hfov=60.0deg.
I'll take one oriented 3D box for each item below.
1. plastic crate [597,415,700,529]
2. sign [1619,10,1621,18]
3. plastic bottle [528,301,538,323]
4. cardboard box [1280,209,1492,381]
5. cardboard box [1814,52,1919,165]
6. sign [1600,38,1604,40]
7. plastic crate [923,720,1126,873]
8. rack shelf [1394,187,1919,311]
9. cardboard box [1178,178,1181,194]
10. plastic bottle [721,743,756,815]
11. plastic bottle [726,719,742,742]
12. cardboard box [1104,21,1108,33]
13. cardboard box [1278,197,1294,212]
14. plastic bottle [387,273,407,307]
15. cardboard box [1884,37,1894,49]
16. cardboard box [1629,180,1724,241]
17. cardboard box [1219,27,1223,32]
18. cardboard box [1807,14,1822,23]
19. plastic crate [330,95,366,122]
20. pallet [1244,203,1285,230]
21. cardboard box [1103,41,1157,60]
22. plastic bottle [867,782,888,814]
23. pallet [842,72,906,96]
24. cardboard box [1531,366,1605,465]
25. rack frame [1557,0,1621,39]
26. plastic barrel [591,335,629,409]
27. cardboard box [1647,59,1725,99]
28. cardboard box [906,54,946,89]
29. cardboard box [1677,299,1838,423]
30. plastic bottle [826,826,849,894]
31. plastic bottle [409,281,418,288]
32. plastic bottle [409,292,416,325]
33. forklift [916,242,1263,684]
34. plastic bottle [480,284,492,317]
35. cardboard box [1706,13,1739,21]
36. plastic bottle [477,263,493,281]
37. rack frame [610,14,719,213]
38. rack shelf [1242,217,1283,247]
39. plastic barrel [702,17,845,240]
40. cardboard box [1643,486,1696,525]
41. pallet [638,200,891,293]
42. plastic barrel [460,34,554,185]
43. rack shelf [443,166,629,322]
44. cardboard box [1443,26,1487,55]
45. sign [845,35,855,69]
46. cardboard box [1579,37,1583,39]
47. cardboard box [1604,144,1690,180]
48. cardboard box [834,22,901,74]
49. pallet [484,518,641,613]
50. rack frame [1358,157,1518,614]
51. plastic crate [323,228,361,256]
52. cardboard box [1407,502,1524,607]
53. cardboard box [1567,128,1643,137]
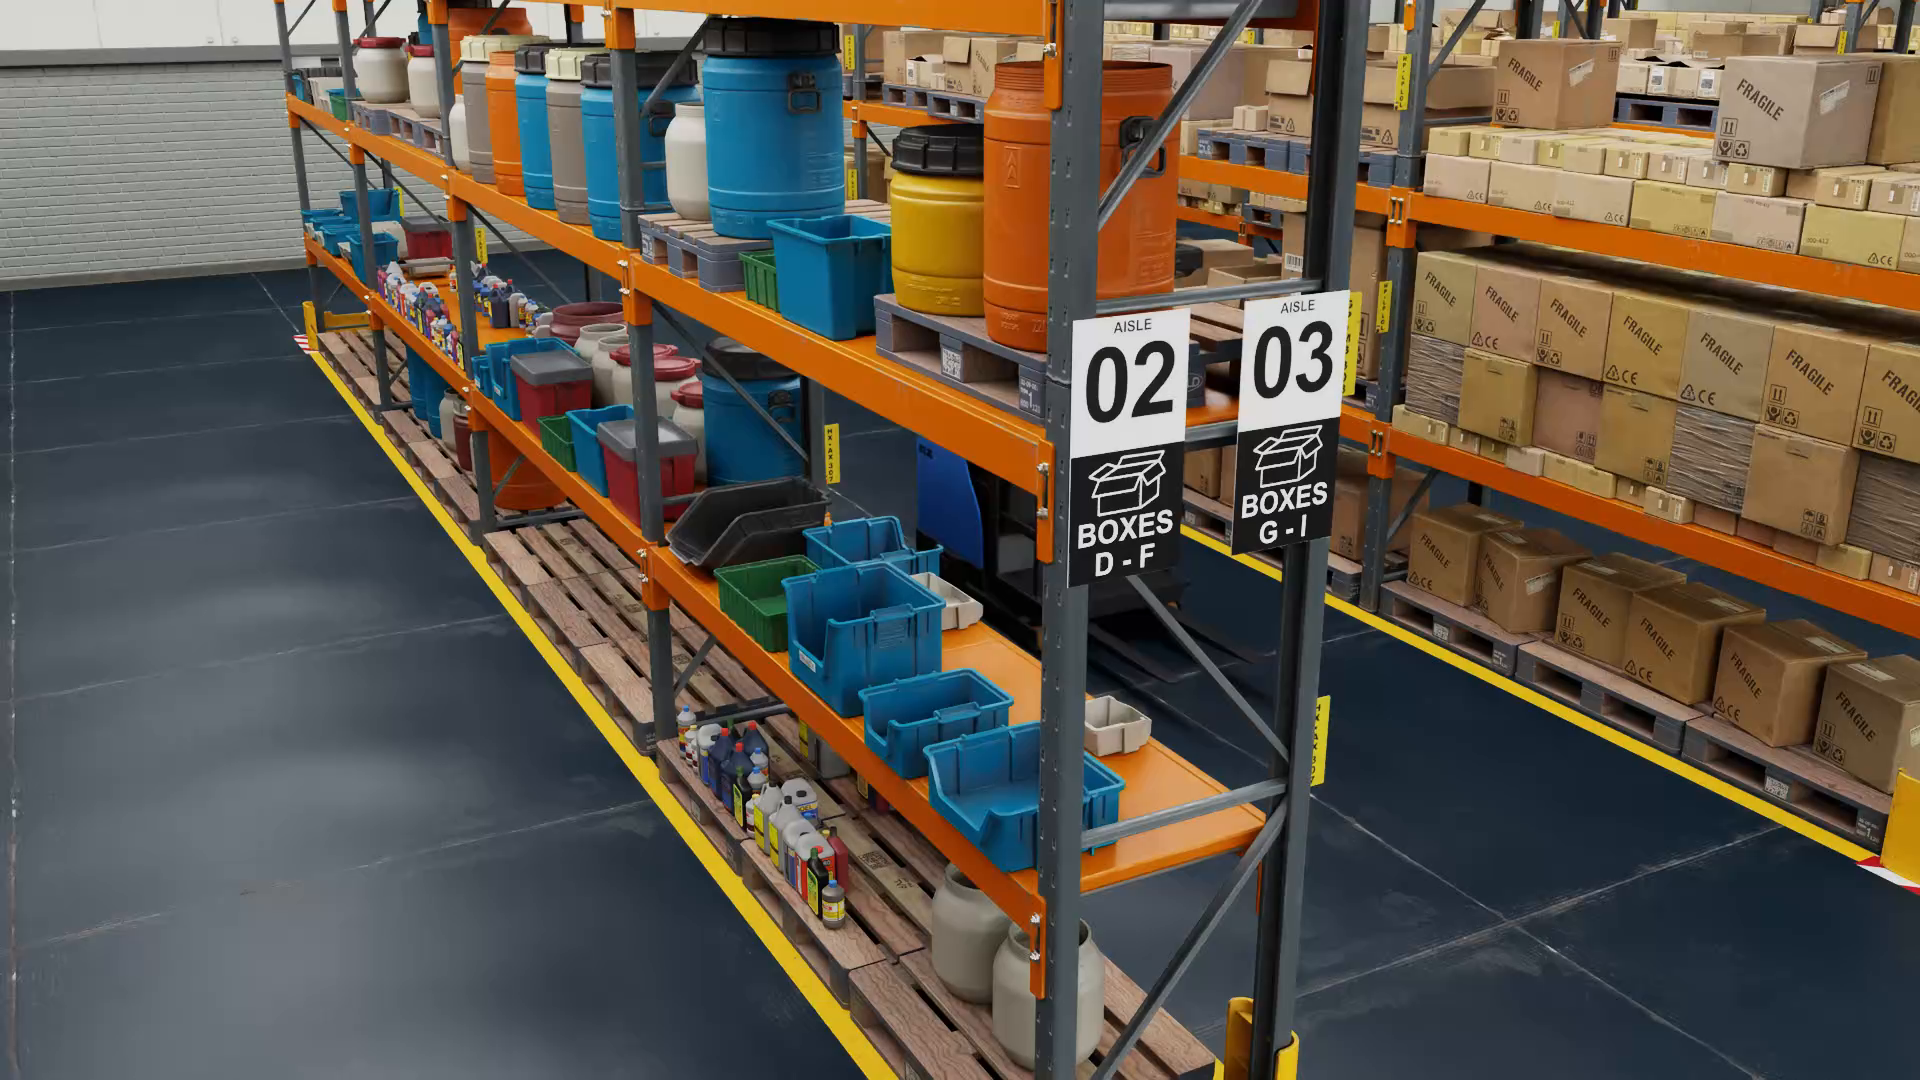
[{"bbox_3d":[-1.685,-0.371,9.009,0.402,0.464,0.583,-10,21,-27],"label":"plastic crate"},{"bbox_3d":[8.569,-6.745,21.708,0.100,0.325,0.005,-10,21,-27],"label":"sign"},{"bbox_3d":[-3.429,-1.785,13.404,0.097,0.271,0.097,0,19,0],"label":"plastic bottle"},{"bbox_3d":[2.919,-1.748,11.534,1.000,1.000,1.000,-10,21,-26],"label":"cardboard box"},{"bbox_3d":[4.606,-2.178,8.370,0.500,0.500,0.500,-10,21,-27],"label":"cardboard box"},{"bbox_3d":[6.179,-4.687,16.103,0.100,0.325,0.005,-10,21,-27],"label":"sign"},{"bbox_3d":[0.213,0.872,5.732,0.499,0.251,0.616,-10,21,-27],"label":"plastic crate"},{"bbox_3d":[4.123,-1.520,8.941,1.077,0.370,4.000,-10,21,-27],"label":"rack shelf"},{"bbox_3d":[2.829,-4.627,20.832,0.500,0.500,0.500,-10,21,-27],"label":"cardboard box"},{"bbox_3d":[-1.078,1.146,8.099,0.144,0.351,0.185,-11,22,-29],"label":"plastic bottle"},{"bbox_3d":[-1.149,1.059,8.455,0.061,0.283,0.133,-10,21,-27],"label":"plastic bottle"},{"bbox_3d":[2.012,-6.678,21.641,0.380,0.149,0.250,-10,21,-27],"label":"cardboard box"},{"bbox_3d":[3.822,-3.796,18.775,0.380,0.149,0.250,-10,21,-26],"label":"cardboard box"},{"bbox_3d":[-4.926,-2.190,14.569,0.152,0.276,0.135,-10,21,-27],"label":"plastic bottle"},{"bbox_3d":[12.742,-6.722,22.503,0.380,0.149,0.250,-10,22,-27],"label":"cardboard box"},{"bbox_3d":[3.901,-1.749,8.732,0.500,0.250,0.500,-10,22,-28],"label":"cardboard box"},{"bbox_3d":[3.264,-5.945,19.517,0.380,0.149,0.250,-9,21,-25],"label":"cardboard box"},{"bbox_3d":[12.478,-7.528,24.257,0.500,0.250,0.500,-10,22,-27],"label":"cardboard box"},{"bbox_3d":[-5.451,-3.938,15.171,0.450,0.188,0.662,-10,21,-27],"label":"plastic crate"},{"bbox_3d":[4.023,-3.719,19.105,1.003,0.211,1.213,-10,21,-27],"label":"pallet"},{"bbox_3d":[1.271,-3.691,13.211,0.500,0.500,0.500,-10,21,-26],"label":"cardboard box"},{"bbox_3d":[-0.401,1.179,8.105,0.061,0.283,0.133,-10,21,-27],"label":"plastic bottle"},{"bbox_3d":[-1.005,-4.925,17.843,1.003,0.211,1.213,-10,21,-27],"label":"pallet"},{"bbox_3d":[3.865,-0.788,9.708,0.875,0.500,0.500,-10,21,-27],"label":"cardboard box"},{"bbox_3d":[8.096,-7.683,21.102,1.000,3.000,0.127,-10,21,-27],"label":"rack frame"},{"bbox_3d":[-2.208,-1.067,10.953,0.421,0.512,0.421,0,19,0],"label":"plastic barrel"},{"bbox_3d":[6.319,-3.992,14.343,0.500,0.311,0.500,-10,22,-28],"label":"cardboard box"},{"bbox_3d":[-0.184,-4.558,16.136,0.500,0.311,0.500,-11,22,-29],"label":"cardboard box"},{"bbox_3d":[4.117,-0.934,8.598,0.500,0.500,0.500,-10,21,-27],"label":"cardboard box"},{"bbox_3d":[-0.546,1.423,7.399,0.061,0.283,0.133,-10,21,-27],"label":"plastic bottle"},{"bbox_3d":[-4.825,-2.179,14.652,0.097,0.201,0.097,0,19,0],"label":"plastic bottle"},{"bbox_3d":[-4.519,-1.923,13.802,0.097,0.271,0.097,0,19,0],"label":"plastic bottle"},{"bbox_3d":[0.806,-0.842,10.577,1.130,2.935,3.031,-10,21,-26],"label":"forklift"},{"bbox_3d":[-4.027,-2.042,14.147,0.097,0.271,0.097,0,19,0],"label":"plastic bottle"},{"bbox_3d":[11.529,-7.740,24.873,0.500,0.250,0.500,-10,21,-26],"label":"cardboard box"},{"bbox_3d":[-4.172,-2.256,14.646,0.144,0.351,0.185,-10,21,-27],"label":"plastic bottle"},{"bbox_3d":[-1.185,-3.085,7.775,1.000,3.000,0.127,-10,21,-27],"label":"rack frame"},{"bbox_3d":[4.737,-3.138,18.228,1.077,0.370,4.000,-10,21,-27],"label":"rack shelf"},{"bbox_3d":[-0.807,-1.800,7.238,0.600,0.901,0.708,-10,21,-27],"label":"plastic barrel"},{"bbox_3d":[3.951,-0.213,9.035,0.380,0.149,0.250,-10,21,-27],"label":"cardboard box"},{"bbox_3d":[-0.757,-1.385,7.739,1.213,0.211,1.003,-10,21,-27],"label":"pallet"},{"bbox_3d":[-2.886,-2.783,10.730,0.600,0.901,0.600,0,19,0],"label":"plastic barrel"},{"bbox_3d":[-2.135,-1.901,10.046,1.077,0.370,4.000,-10,21,-27],"label":"rack shelf"},{"bbox_3d":[5.010,-4.951,16.457,0.396,0.266,0.258,-10,21,-27],"label":"cardboard box"},{"bbox_3d":[-1.113,-4.926,16.795,0.100,0.325,0.005,-10,21,-27],"label":"sign"},{"bbox_3d":[8.026,-6.203,20.972,0.396,0.266,0.258,-10,22,-27],"label":"cardboard box"},{"bbox_3d":[3.709,-2.042,8.970,0.380,0.149,0.250,-10,22,-28],"label":"cardboard box"},{"bbox_3d":[-1.050,-5.239,17.666,0.700,0.500,0.500,-11,22,-30],"label":"cardboard box"},{"bbox_3d":[-2.751,0.150,11.874,1.003,0.211,1.213,-10,21,-27],"label":"pallet"},{"bbox_3d":[3.173,-1.016,10.977,1.000,3.000,0.127,-10,21,-27],"label":"rack frame"},{"bbox_3d":[-6.288,-3.057,17.056,0.416,0.233,0.300,-10,21,-27],"label":"plastic crate"},{"bbox_3d":[3.328,0.088,10.966,0.500,0.500,0.500,-11,22,-28],"label":"cardboard box"},{"bbox_3d":[3.824,-2.353,9.873,0.380,0.149,0.250,-11,22,-29],"label":"cardboard box"}]
